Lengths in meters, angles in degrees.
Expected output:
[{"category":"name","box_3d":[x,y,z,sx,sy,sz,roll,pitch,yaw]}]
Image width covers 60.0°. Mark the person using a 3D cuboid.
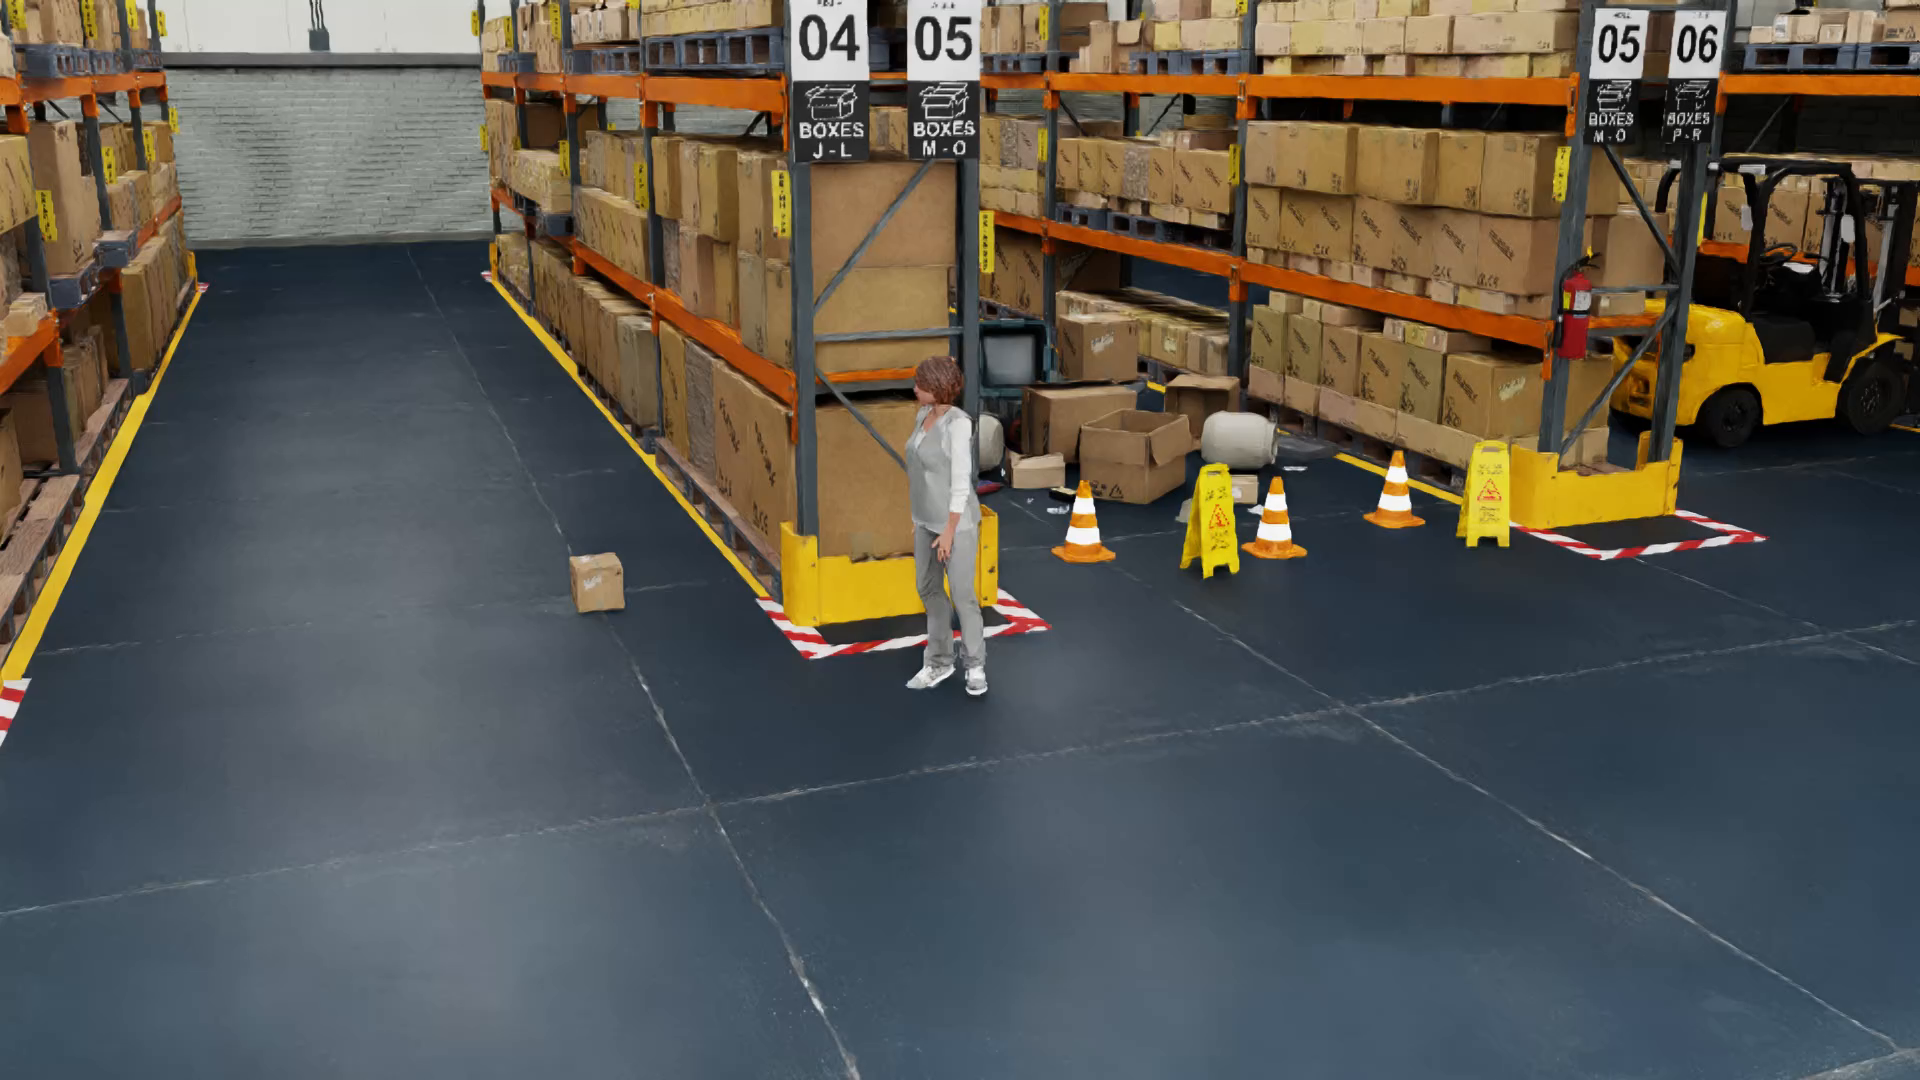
[{"category":"person","box_3d":[-0.052,-0.042,7.739,0.384,1.627,0.434,-11,19,-34]}]
